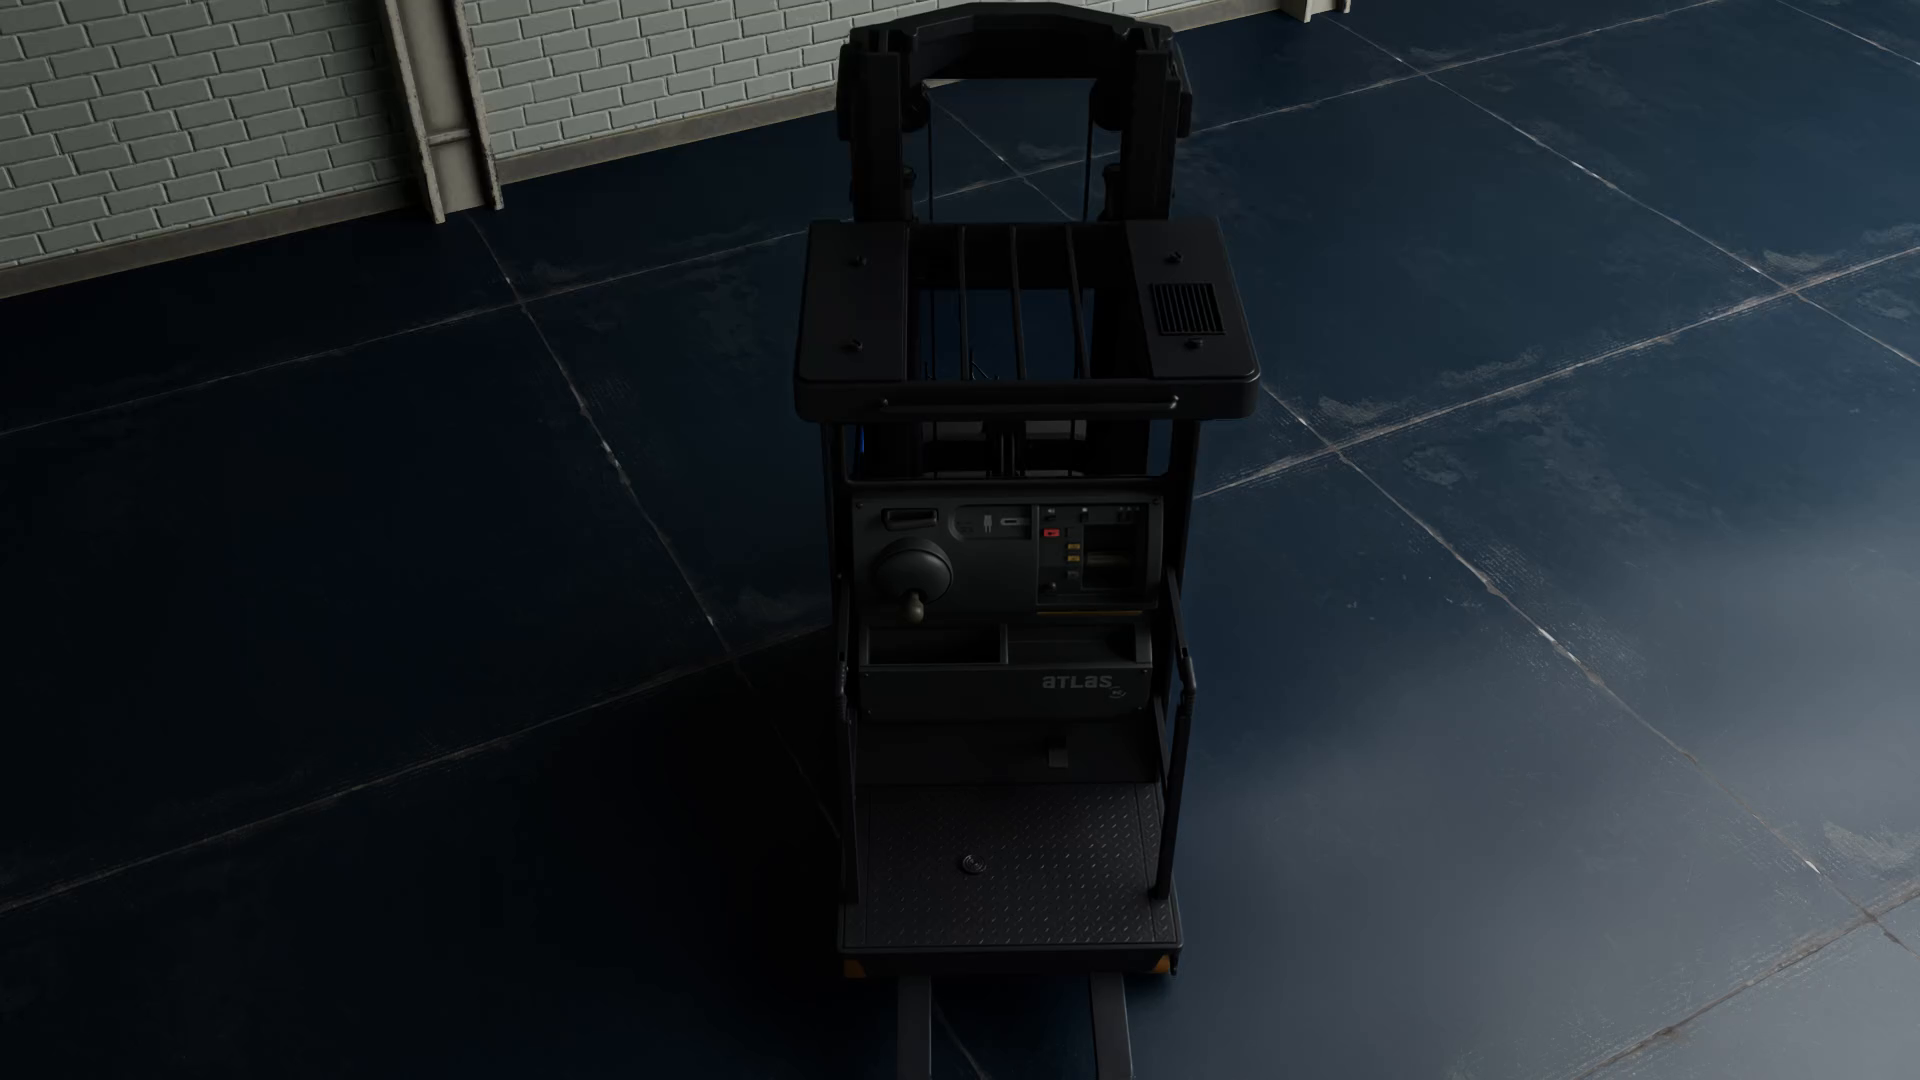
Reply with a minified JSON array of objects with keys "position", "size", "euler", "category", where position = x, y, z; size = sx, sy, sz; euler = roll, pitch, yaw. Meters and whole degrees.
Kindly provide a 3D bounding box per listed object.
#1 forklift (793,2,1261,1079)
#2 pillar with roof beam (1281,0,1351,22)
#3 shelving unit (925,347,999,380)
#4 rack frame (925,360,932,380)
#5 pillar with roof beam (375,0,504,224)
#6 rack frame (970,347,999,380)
[{"position":[0.149,0.126,4.833],"size":[1.130,2.935,3.031],"euler":[-1,40,-1],"category":"forklift"},{"position":[4.464,-4.682,5.816],"size":[0.400,9.000,9.100],"euler":[-19,44,-21],"category":"pillar with roof beam"},{"position":[0.007,-0.346,6.962],"size":[0.210,0.900,0.258],"euler":[-19,44,-21],"category":"shelving unit"},{"position":[-0.083,-0.316,6.926],"size":[0.006,0.900,0.240],"euler":[-19,44,-21],"category":"rack frame"},{"position":[-0.857,-2.892,3.701],"size":[0.400,9.000,9.100],"euler":[-19,44,-21],"category":"pillar with roof beam"},{"position":[0.097,-0.376,6.998],"size":[0.006,0.900,0.240],"euler":[-19,44,-21],"category":"rack frame"}]
